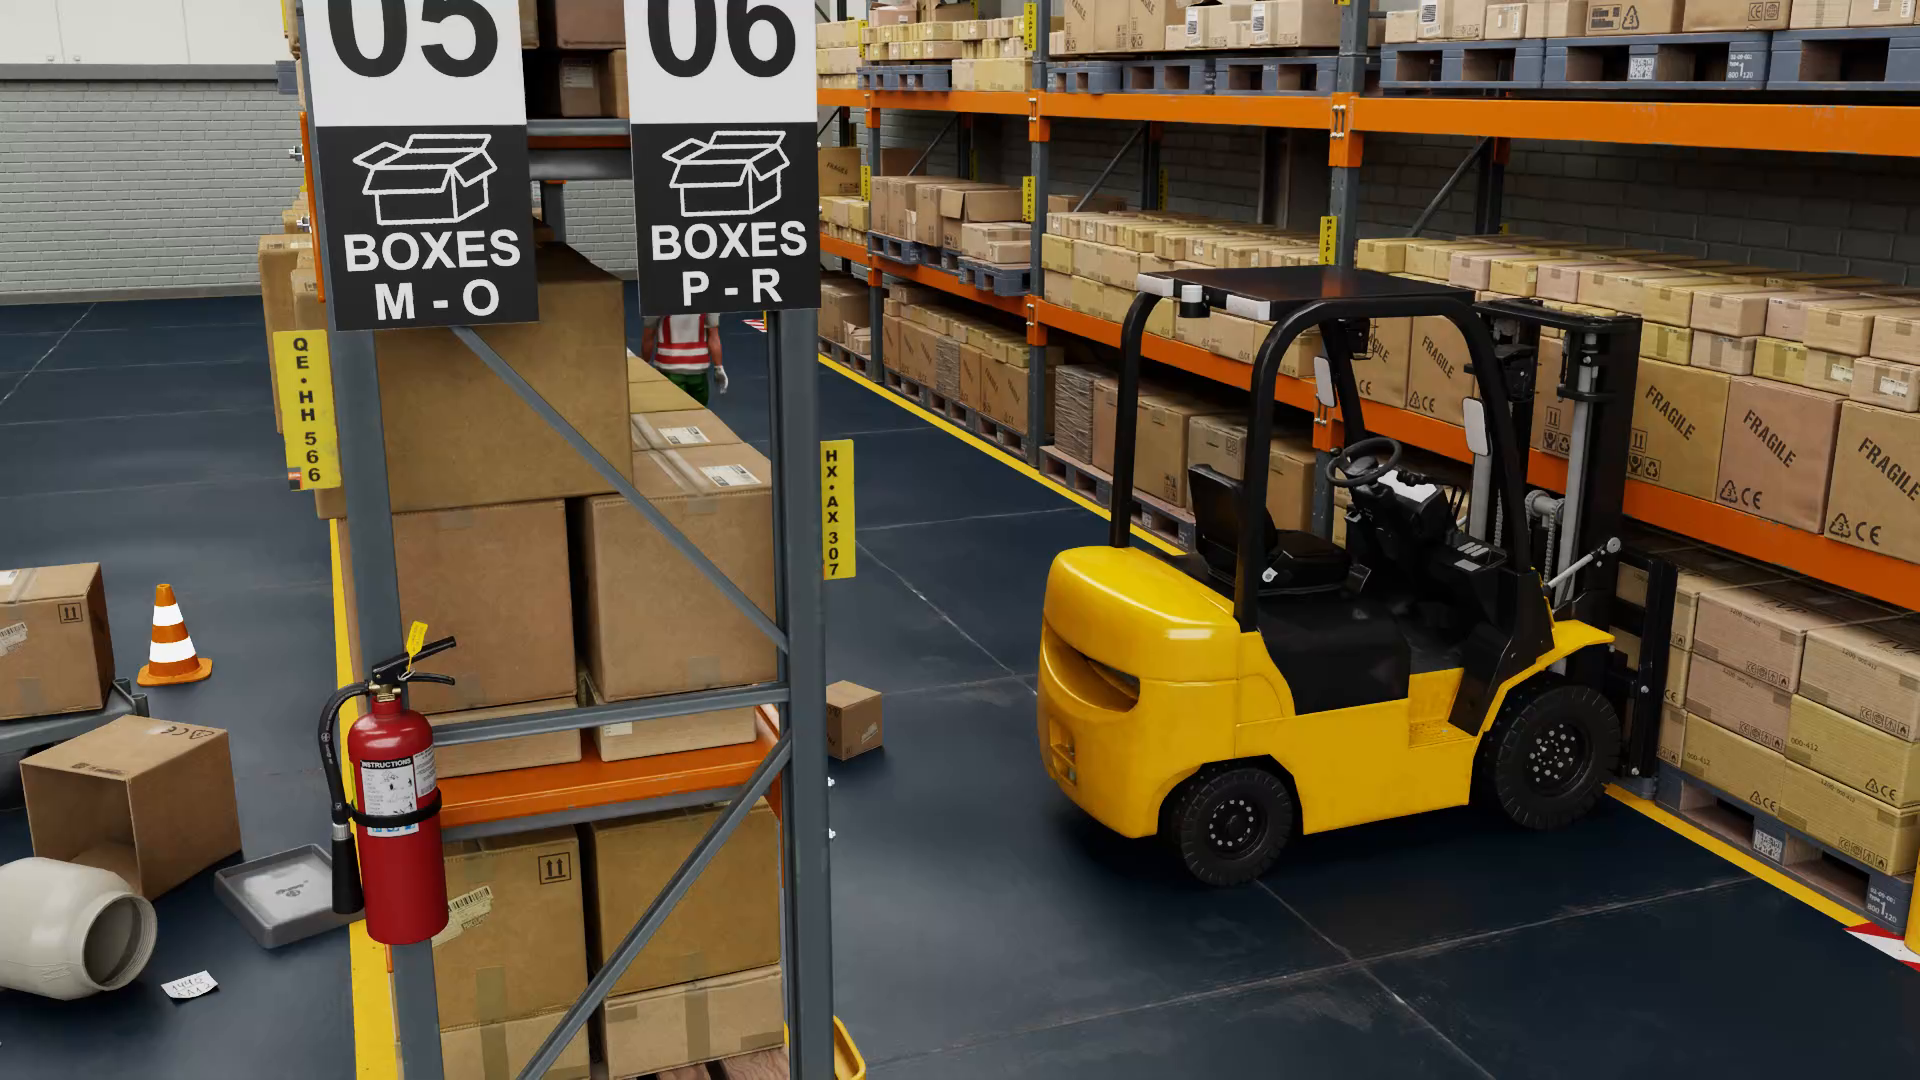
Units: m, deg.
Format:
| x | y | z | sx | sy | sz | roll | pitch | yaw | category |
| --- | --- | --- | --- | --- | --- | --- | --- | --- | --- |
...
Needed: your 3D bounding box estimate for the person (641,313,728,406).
| x | y | z | sx | sy | sz | roll | pitch | yaw | category |
| --- | --- | --- | --- | --- | --- | --- | --- | --- | --- |
| -2.024 | -1.258 | 12.062 | 0.587 | 1.746 | 1.022 | -6 | 17 | -22 | person |
